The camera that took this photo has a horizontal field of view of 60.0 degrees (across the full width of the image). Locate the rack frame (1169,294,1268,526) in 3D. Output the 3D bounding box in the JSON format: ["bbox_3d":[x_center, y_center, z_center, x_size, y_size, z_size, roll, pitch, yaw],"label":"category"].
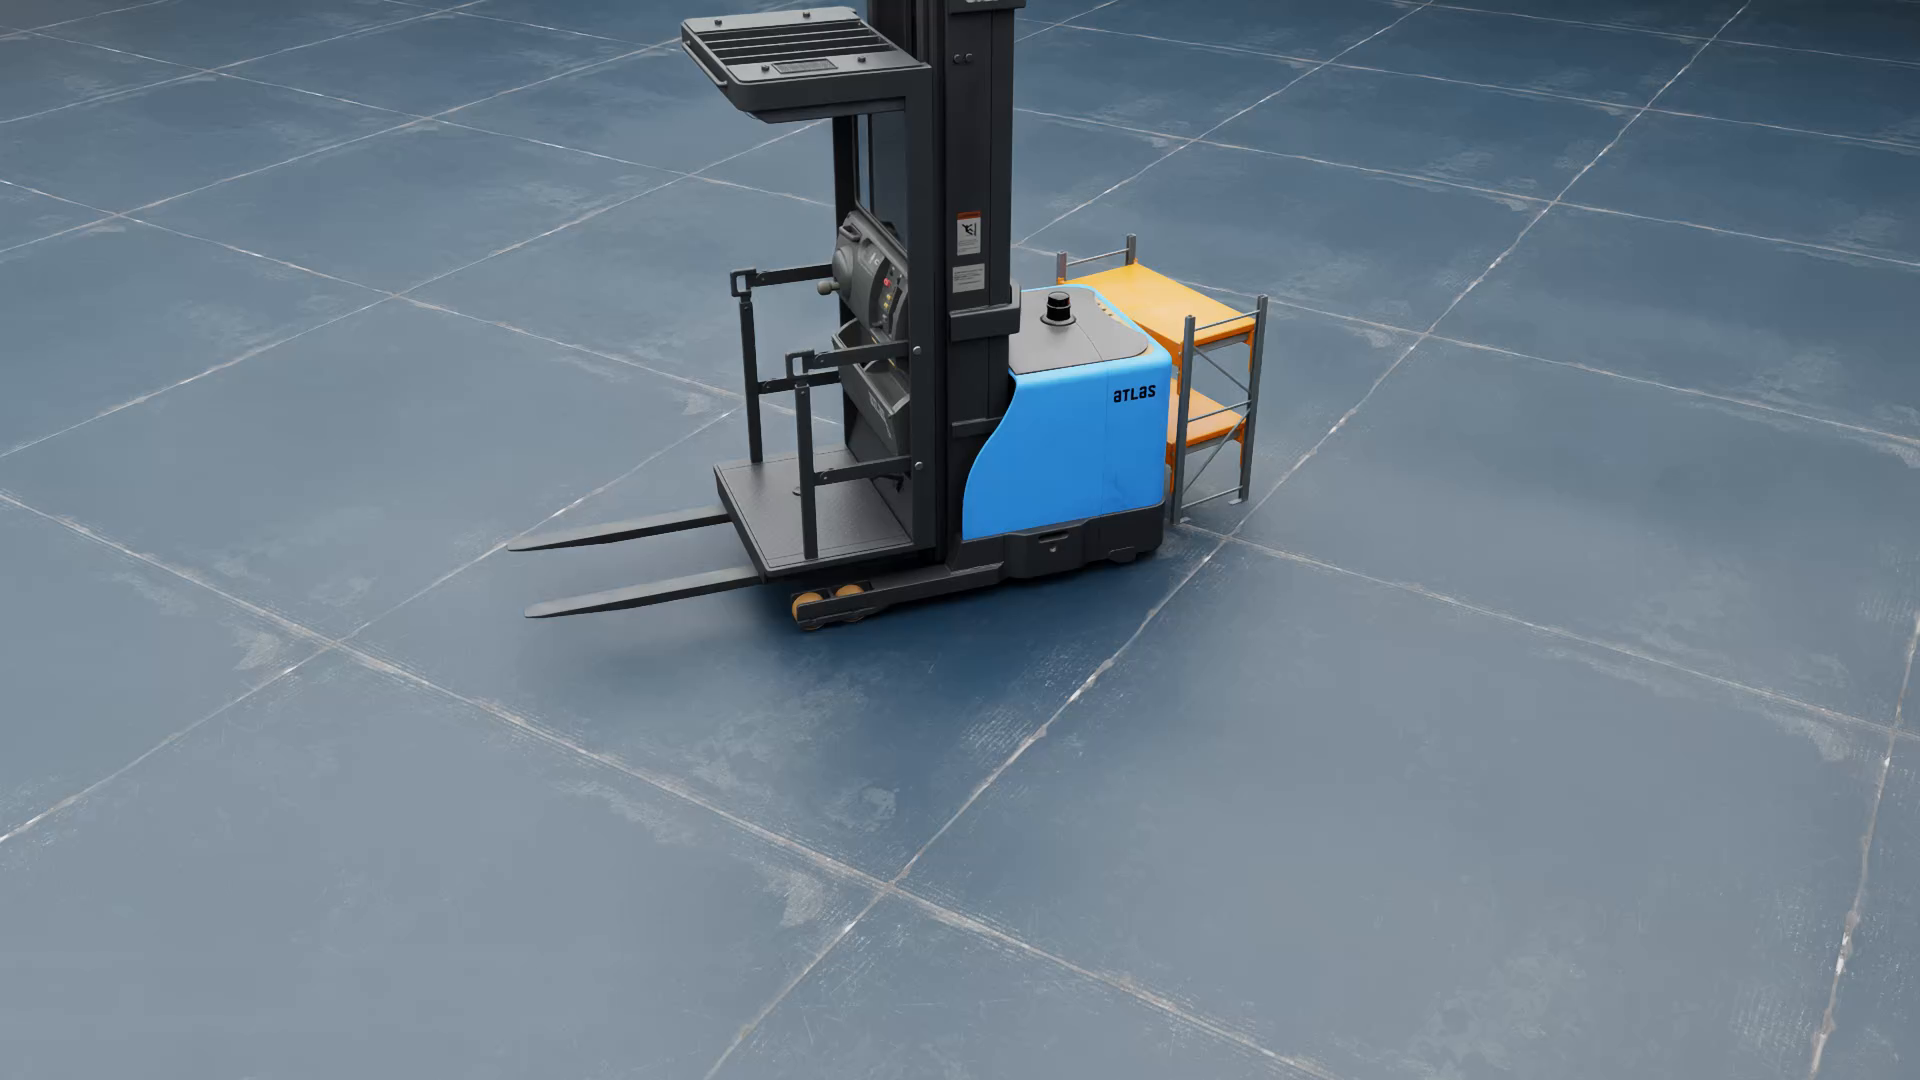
[{"bbox_3d":[1.275,-0.631,8.216,0.500,1.125,0.032,-18,35,-28],"label":"rack frame"}]

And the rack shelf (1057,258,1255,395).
[{"bbox_3d":[0.995,-1.098,8.435,0.538,0.278,1.000,-18,35,-28],"label":"rack shelf"}]

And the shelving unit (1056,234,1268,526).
[{"bbox_3d":[0.995,-0.845,8.582,0.538,1.125,1.048,-18,35,-28],"label":"shelving unit"}]

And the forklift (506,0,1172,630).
[{"bbox_3d":[-0.585,-1.158,7.327,3.031,2.935,1.130,-10,32,-17],"label":"forklift"}]

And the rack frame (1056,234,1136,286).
[{"bbox_3d":[0.715,-1.059,8.949,0.500,1.125,0.032,-18,35,-28],"label":"rack frame"}]

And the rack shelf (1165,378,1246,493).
[{"bbox_3d":[0.995,-0.634,8.705,0.538,0.278,1.000,-18,35,-28],"label":"rack shelf"}]
